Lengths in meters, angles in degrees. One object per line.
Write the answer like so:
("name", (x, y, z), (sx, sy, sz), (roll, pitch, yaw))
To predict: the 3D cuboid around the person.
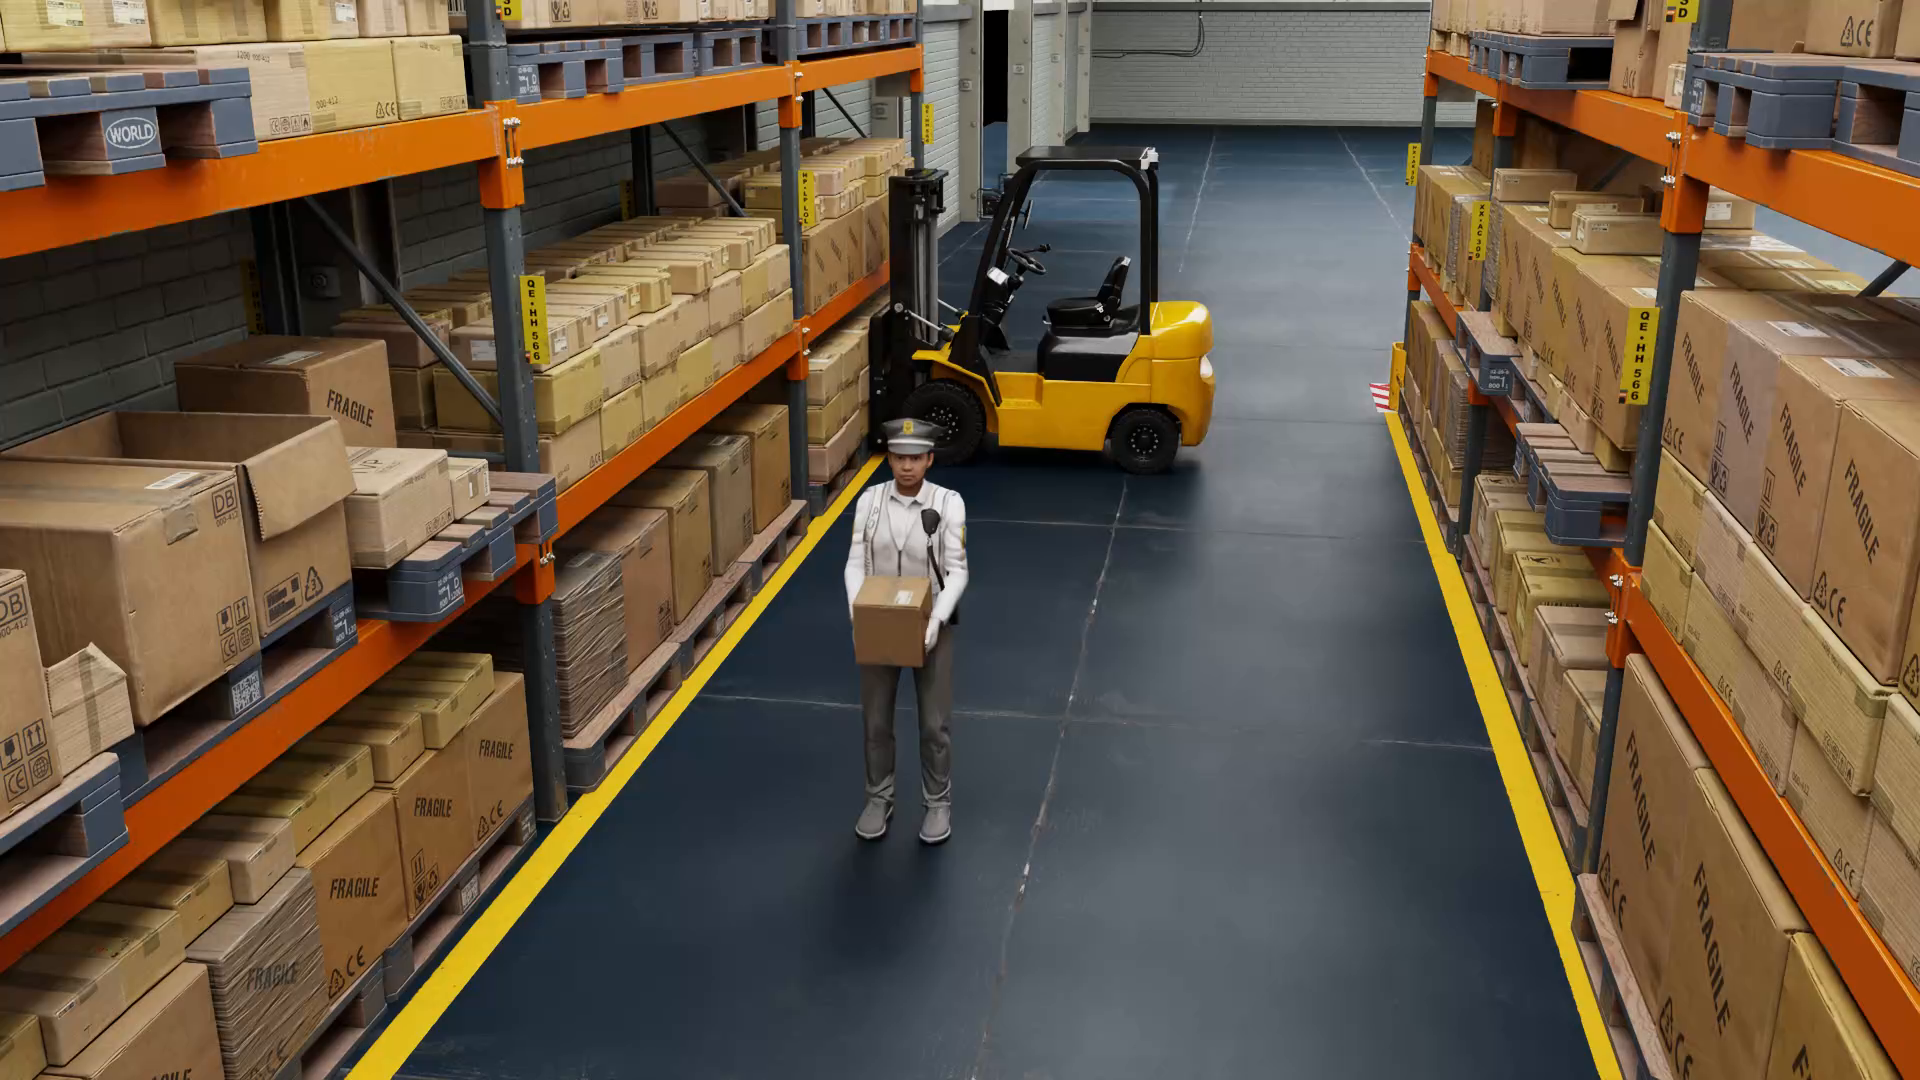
("person", (-0.213, 0.363, 6.386), (0.482, 1.692, 0.517), (3, 18, 8))
